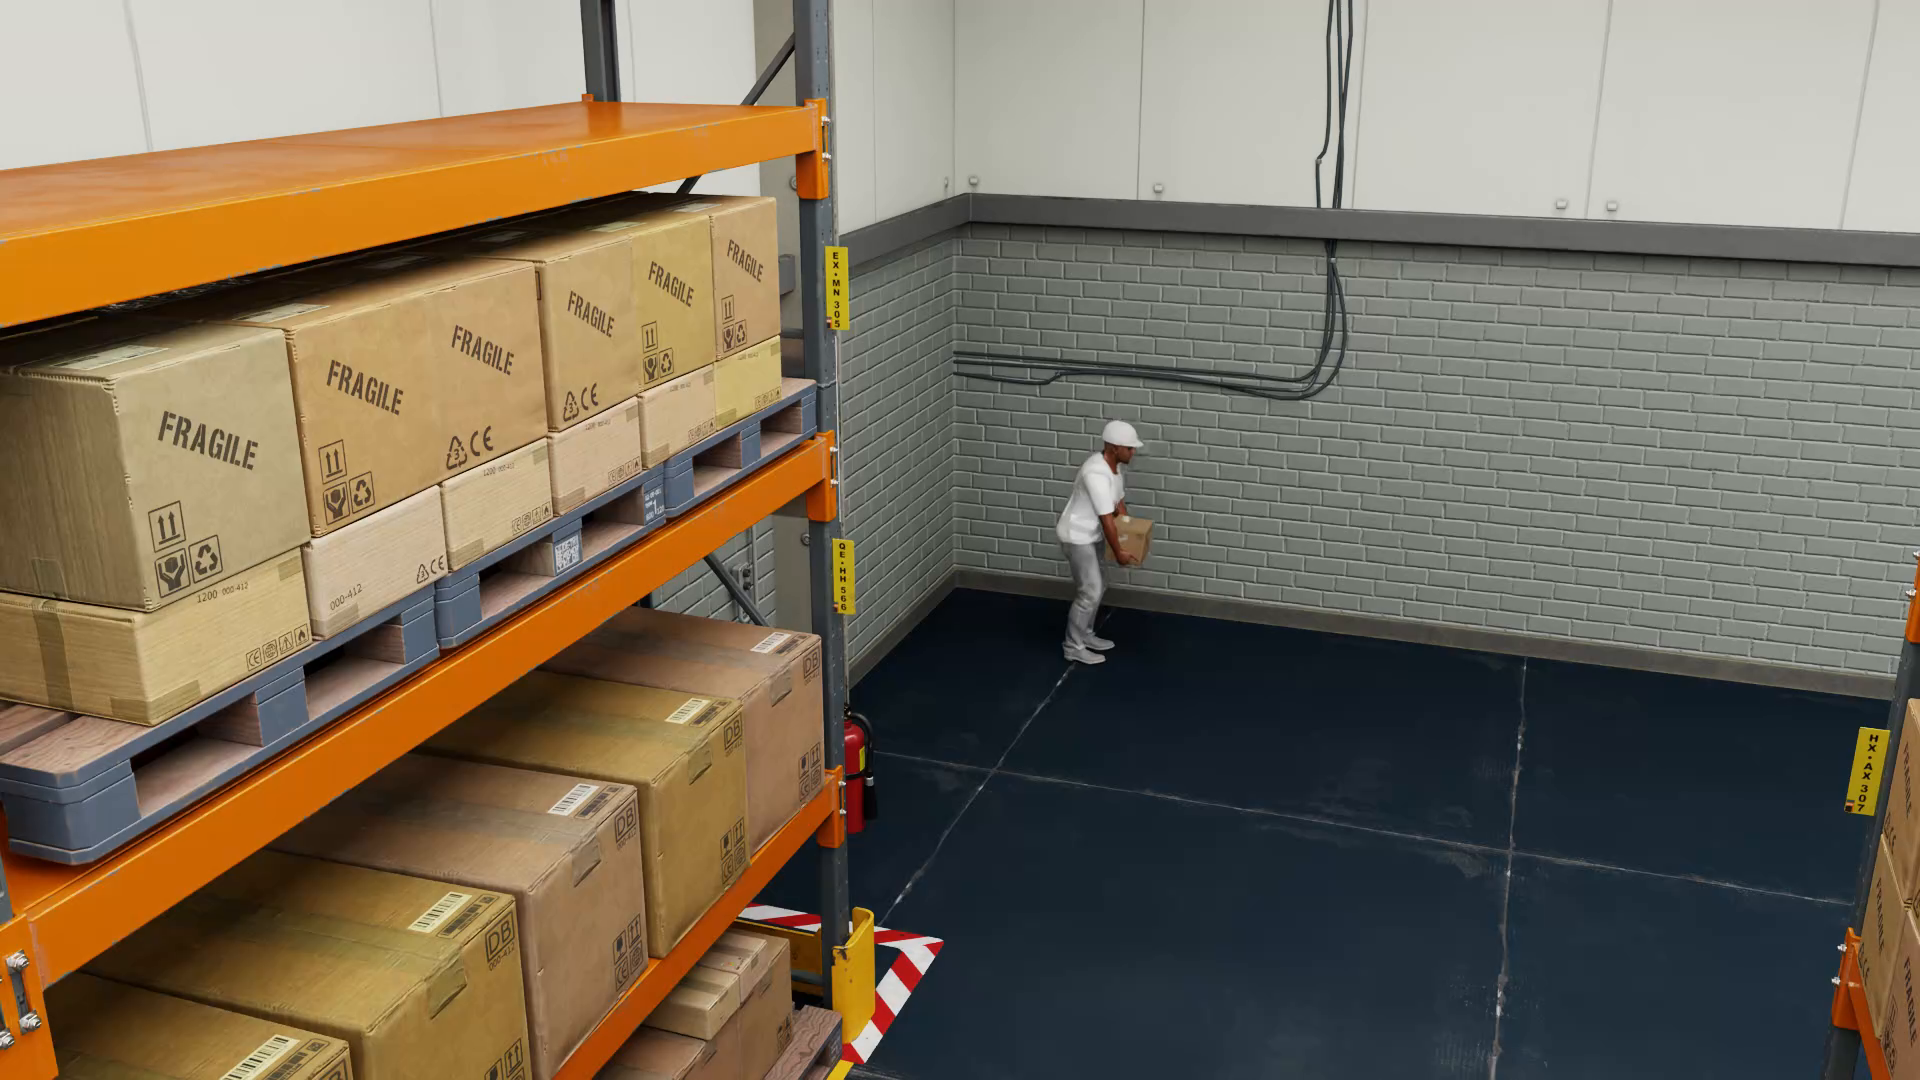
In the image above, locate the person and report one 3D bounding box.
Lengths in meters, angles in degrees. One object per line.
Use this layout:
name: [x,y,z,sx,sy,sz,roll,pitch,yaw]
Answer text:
person: [0.987,0.000,11.596,0.607,1.719,0.498,6,19,17]
